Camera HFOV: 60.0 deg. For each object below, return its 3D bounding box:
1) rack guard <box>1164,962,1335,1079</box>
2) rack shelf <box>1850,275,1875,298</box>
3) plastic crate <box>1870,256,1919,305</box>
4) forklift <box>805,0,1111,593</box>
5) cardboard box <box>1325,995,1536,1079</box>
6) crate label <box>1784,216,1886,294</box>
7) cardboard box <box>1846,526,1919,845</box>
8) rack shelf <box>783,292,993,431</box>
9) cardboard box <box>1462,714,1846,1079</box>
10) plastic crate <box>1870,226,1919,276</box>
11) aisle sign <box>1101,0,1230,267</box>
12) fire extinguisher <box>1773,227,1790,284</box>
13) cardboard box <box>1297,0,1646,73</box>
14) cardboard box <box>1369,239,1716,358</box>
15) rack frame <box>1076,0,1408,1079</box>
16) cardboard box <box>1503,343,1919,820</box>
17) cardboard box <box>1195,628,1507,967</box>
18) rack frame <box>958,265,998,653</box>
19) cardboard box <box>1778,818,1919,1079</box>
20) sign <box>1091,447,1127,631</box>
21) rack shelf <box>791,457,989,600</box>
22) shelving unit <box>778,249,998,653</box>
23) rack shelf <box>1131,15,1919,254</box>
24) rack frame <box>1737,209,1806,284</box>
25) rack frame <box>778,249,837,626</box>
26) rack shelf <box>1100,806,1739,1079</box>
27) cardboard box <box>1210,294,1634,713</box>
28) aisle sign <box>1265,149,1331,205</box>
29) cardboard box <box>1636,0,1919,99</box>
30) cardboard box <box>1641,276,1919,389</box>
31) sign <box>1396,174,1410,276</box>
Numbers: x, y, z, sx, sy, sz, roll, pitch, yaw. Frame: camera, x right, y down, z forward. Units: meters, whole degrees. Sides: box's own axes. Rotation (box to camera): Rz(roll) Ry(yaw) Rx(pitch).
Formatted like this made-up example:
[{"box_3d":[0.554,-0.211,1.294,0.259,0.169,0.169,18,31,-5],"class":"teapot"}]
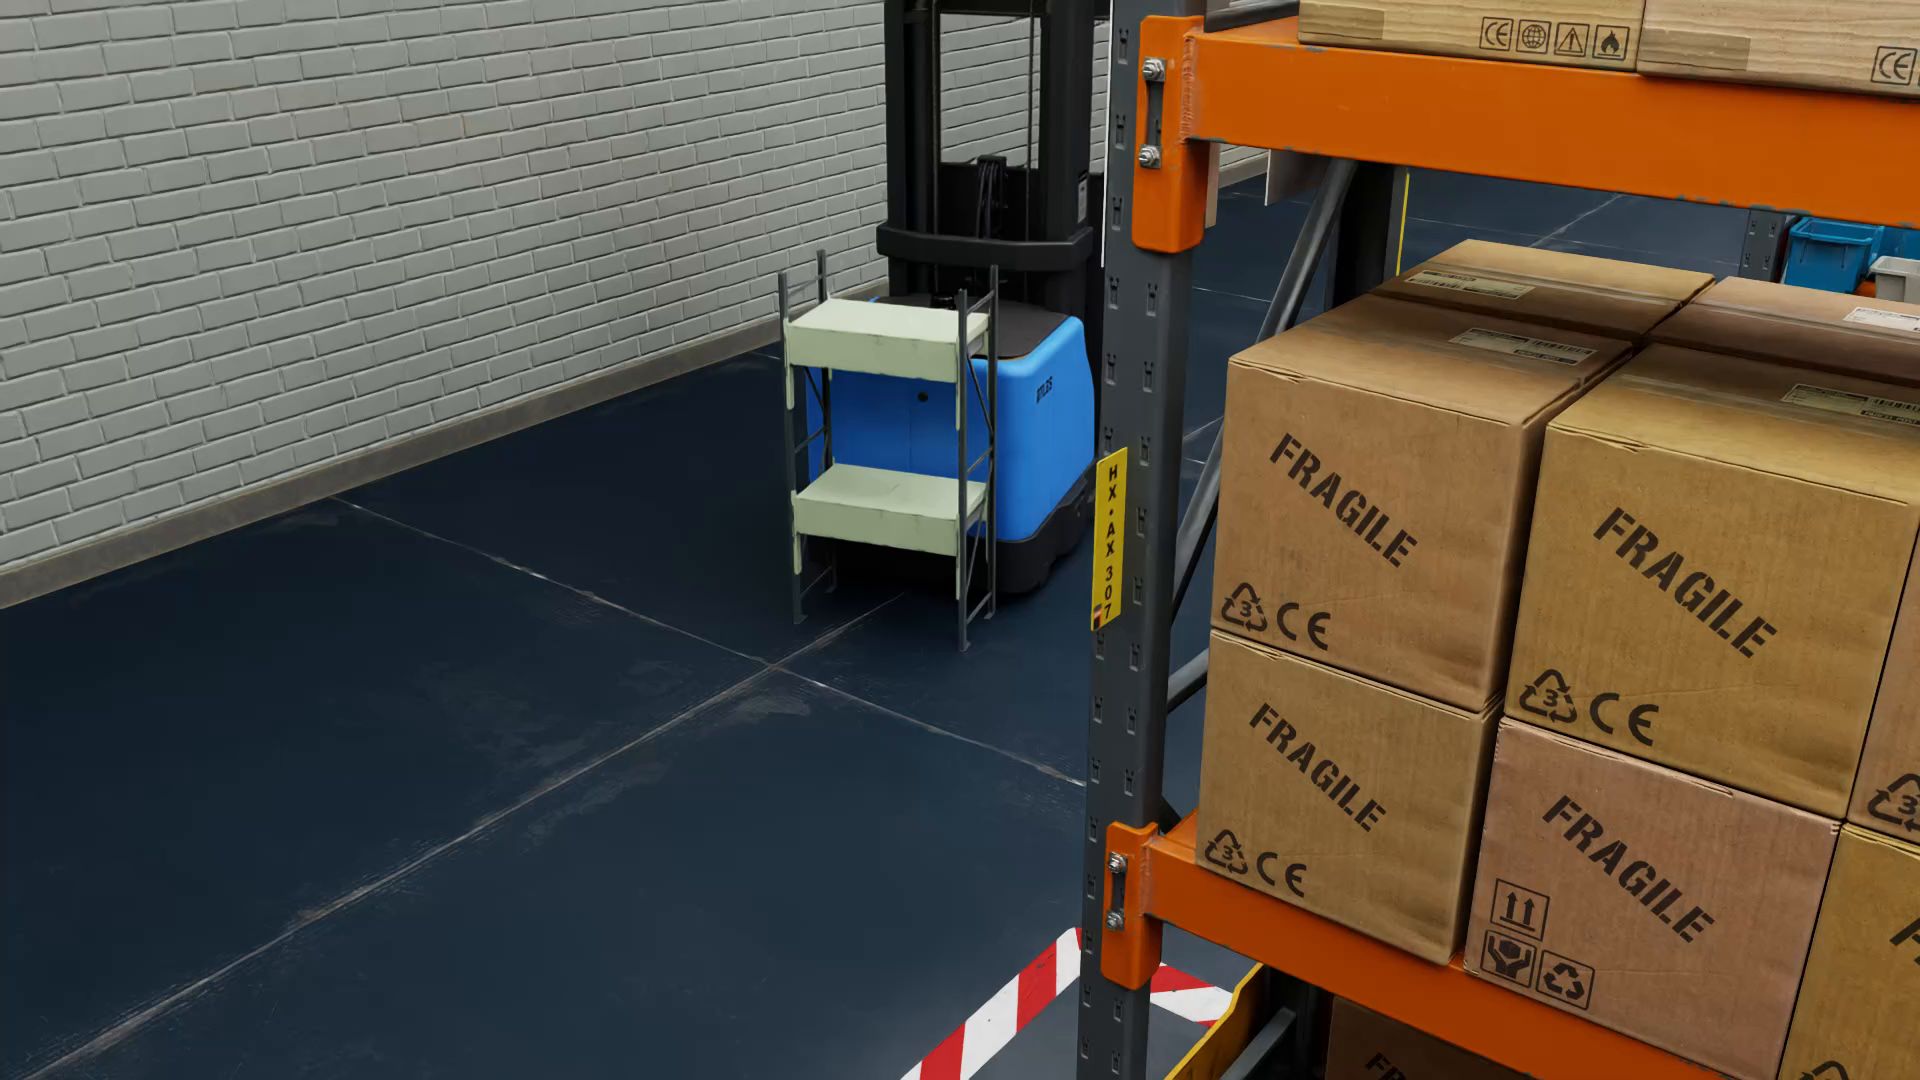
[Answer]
[{"box_3d":[0.653,1.383,3.990,0.348,0.500,1.175,17,29,33],"class":"rack guard"},{"box_3d":[5.166,-0.563,6.201,4.000,0.370,1.077,17,29,33],"class":"rack shelf"},{"box_3d":[3.773,-1.013,6.581,0.298,0.136,0.250,17,29,33],"class":"plastic crate"},{"box_3d":[0.304,-1.682,7.932,1.130,2.935,3.031,8,25,18],"class":"forklift"},{"box_3d":[1.175,1.216,3.825,0.500,0.500,0.500,17,29,33],"class":"cardboard box"},{"box_3d":[3.566,-1.161,6.798,0.303,0.233,0.416,17,29,33],"class":"crate label"},{"box_3d":[1.609,0.157,2.310,0.500,0.500,0.500,17,29,34],"class":"cardboard box"},{"box_3d":[-0.273,-0.713,6.539,0.720,0.370,0.431,8,25,18],"class":"rack shelf"},{"box_3d":[1.205,0.491,2.792,0.500,0.500,0.500,16,29,33],"class":"cardboard box"},{"box_3d":[3.946,-1.399,7.087,0.499,0.435,0.616,17,29,33],"class":"plastic crate"},{"box_3d":[0.361,-0.890,2.826,0.004,0.787,0.394,17,29,33],"class":"aisle sign"},{"box_3d":[3.718,-1.353,7.660,0.183,0.674,0.296,17,29,33],"class":"fire extinguisher"},{"box_3d":[0.851,-0.877,2.485,0.500,0.250,0.500,17,29,33],"class":"cardboard box"},{"box_3d":[1.113,-0.263,3.263,0.500,0.500,0.500,17,29,33],"class":"cardboard box"},{"box_3d":[0.592,0.221,3.528,0.127,3.000,1.000,17,29,33],"class":"rack frame"},{"box_3d":[1.212,0.034,2.588,0.500,0.500,0.500,17,29,34],"class":"cardboard box"},{"box_3d":[0.789,0.368,3.071,0.500,0.500,0.500,18,29,34],"class":"cardboard box"},{"box_3d":[0.072,-0.306,6.584,0.023,1.500,0.400,8,25,18],"class":"rack frame"},{"box_3d":[1.605,0.613,2.514,0.500,0.500,0.500,17,29,33],"class":"cardboard box"},{"box_3d":[0.267,0.000,2.956,0.005,0.325,0.100,17,29,33],"class":"sign"},{"box_3d":[-0.272,-0.058,6.829,0.720,0.370,0.431,8,25,18],"class":"rack shelf"},{"box_3d":[-0.272,-0.356,6.697,0.755,1.500,0.431,8,25,18],"class":"shelving unit"},{"box_3d":[2.192,-0.339,1.971,4.000,0.370,1.077,17,29,33],"class":"rack shelf"},{"box_3d":[3.566,-1.376,7.153,0.127,3.000,1.000,17,29,33],"class":"rack frame"},{"box_3d":[-0.617,-0.406,6.810,0.023,1.500,0.400,8,25,18],"class":"rack frame"},{"box_3d":[2.192,1.034,2.575,4.000,0.370,1.077,17,29,33],"class":"rack shelf"},{"box_3d":[0.789,-0.090,2.870,0.500,0.500,0.500,18,29,35],"class":"cardboard box"},{"box_3d":[0.721,-1.084,3.266,0.004,0.787,0.394,17,29,33],"class":"aisle sign"},{"box_3d":[1.243,-0.752,2.202,0.500,0.250,0.500,17,29,33],"class":"cardboard box"},{"box_3d":[1.518,-0.141,2.987,0.500,0.500,0.500,18,29,35],"class":"cardboard box"},{"box_3d":[0.941,-0.628,3.626,0.005,0.325,0.100,17,29,33],"class":"sign"}]
